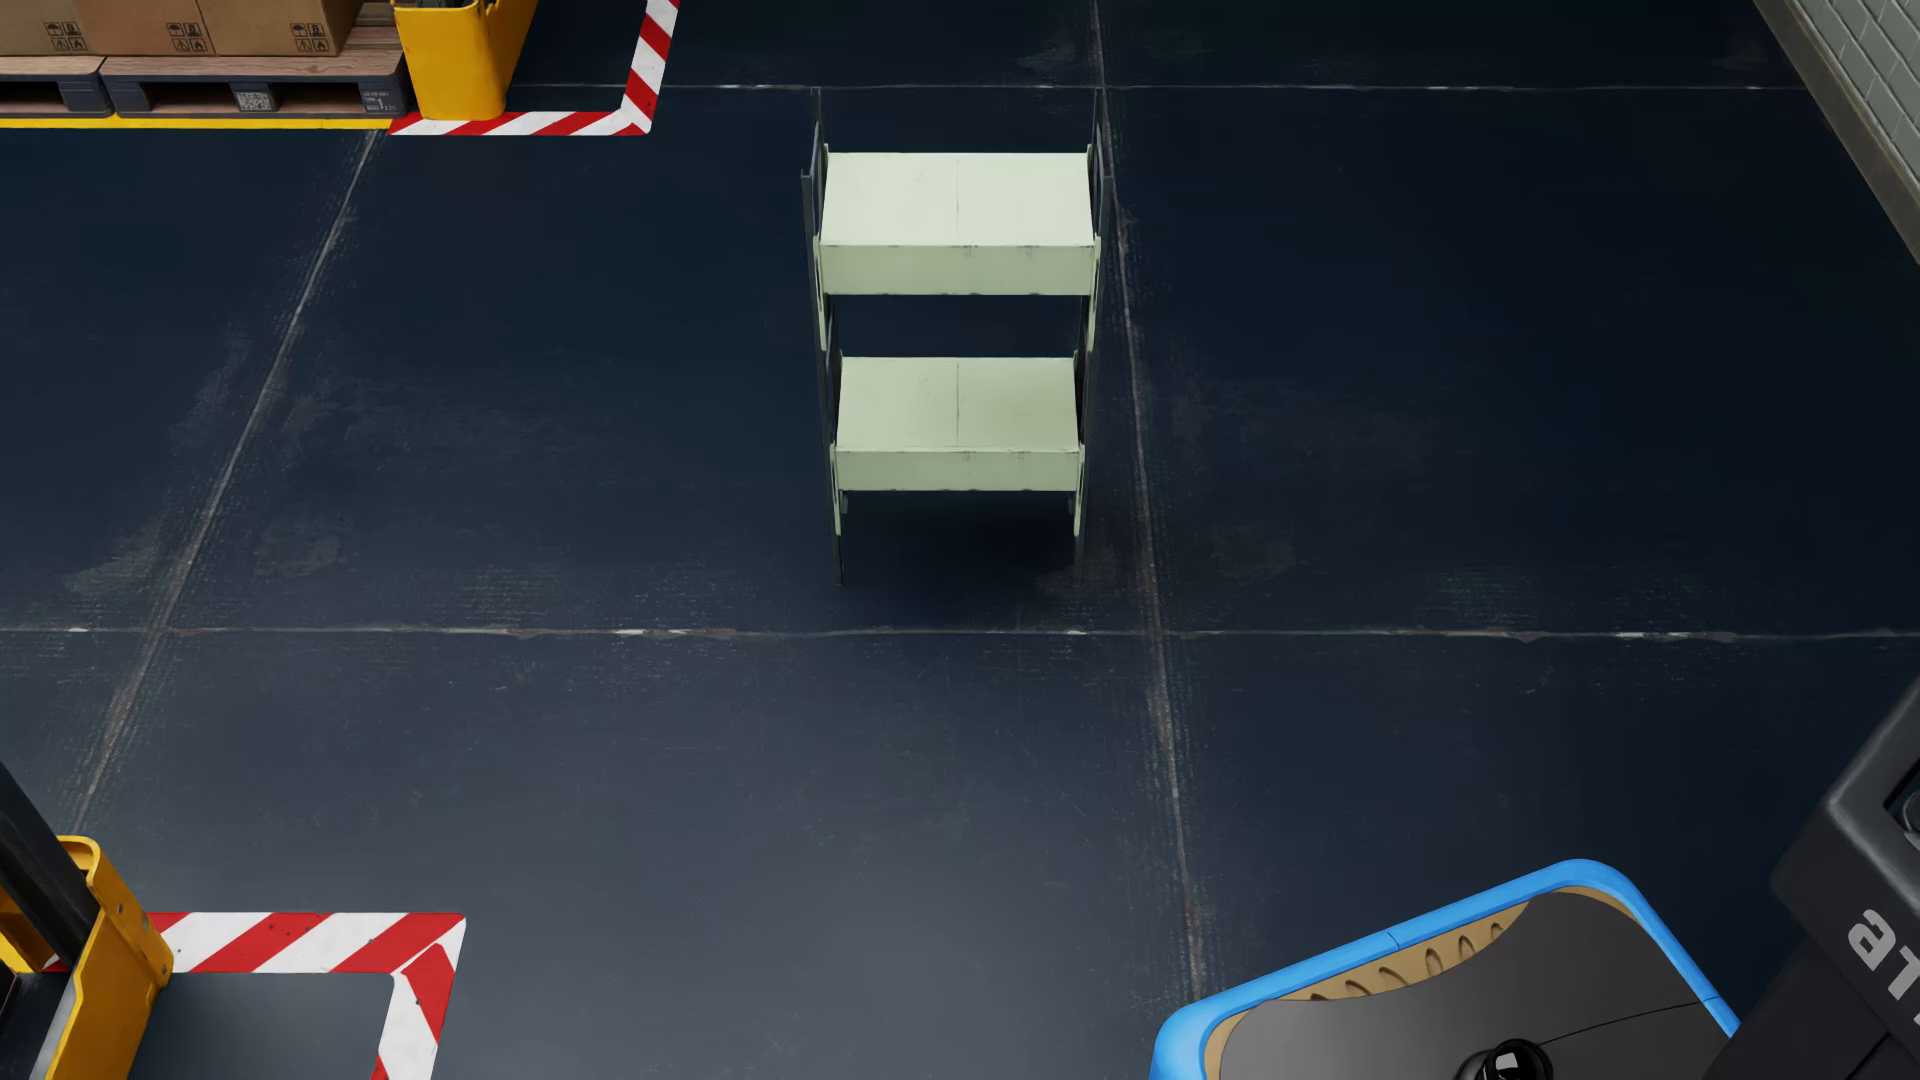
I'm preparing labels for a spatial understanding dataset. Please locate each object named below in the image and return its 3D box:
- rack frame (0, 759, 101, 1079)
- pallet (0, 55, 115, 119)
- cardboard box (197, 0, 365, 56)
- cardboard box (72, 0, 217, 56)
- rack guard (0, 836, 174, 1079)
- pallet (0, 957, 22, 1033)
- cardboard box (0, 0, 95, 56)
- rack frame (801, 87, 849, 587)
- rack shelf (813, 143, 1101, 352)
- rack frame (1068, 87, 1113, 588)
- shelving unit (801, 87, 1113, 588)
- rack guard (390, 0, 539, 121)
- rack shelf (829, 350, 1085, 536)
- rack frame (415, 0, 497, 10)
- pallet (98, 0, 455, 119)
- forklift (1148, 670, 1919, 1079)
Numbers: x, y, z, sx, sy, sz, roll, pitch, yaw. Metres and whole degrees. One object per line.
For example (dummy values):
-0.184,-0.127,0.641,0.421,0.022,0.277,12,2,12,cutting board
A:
-2.104,0.445,2.786,0.127,3.000,1.000,0,47,0,rack frame
-4.106,-2.181,7.136,1.213,0.211,1.003,0,47,0,pallet
-2.789,-2.401,6.856,0.500,0.500,0.700,0,47,0,cardboard box
-3.290,-2.402,6.858,0.500,0.500,0.700,0,47,0,cardboard box
-2.180,1.297,3.702,0.348,0.500,1.175,0,47,0,rack guard
-2.977,1.394,3.809,1.213,0.211,1.003,0,47,0,pallet
-3.793,-2.403,6.858,0.500,0.500,0.700,-1,47,-1,cardboard box
-0.373,-0.512,4.702,0.023,1.500,0.400,0,47,0,rack frame
-0.007,-0.777,4.415,0.720,0.370,0.431,0,47,0,rack shelf
0.359,-0.510,4.700,0.023,1.500,0.400,0,47,0,rack frame
-0.007,-0.511,4.701,0.755,1.500,0.431,0,47,0,shelving unit
-2.065,-2.329,7.076,0.348,0.500,1.175,0,47,0,rack guard
-0.007,-0.289,4.940,0.720,0.370,0.431,0,47,0,rack shelf
-2.089,-3.181,6.161,0.127,3.000,1.000,0,47,0,rack frame
-2.889,-2.176,7.131,1.213,0.211,1.003,0,47,0,pallet
1.351,1.468,1.881,1.130,2.935,3.031,-16,49,-15,forklift
